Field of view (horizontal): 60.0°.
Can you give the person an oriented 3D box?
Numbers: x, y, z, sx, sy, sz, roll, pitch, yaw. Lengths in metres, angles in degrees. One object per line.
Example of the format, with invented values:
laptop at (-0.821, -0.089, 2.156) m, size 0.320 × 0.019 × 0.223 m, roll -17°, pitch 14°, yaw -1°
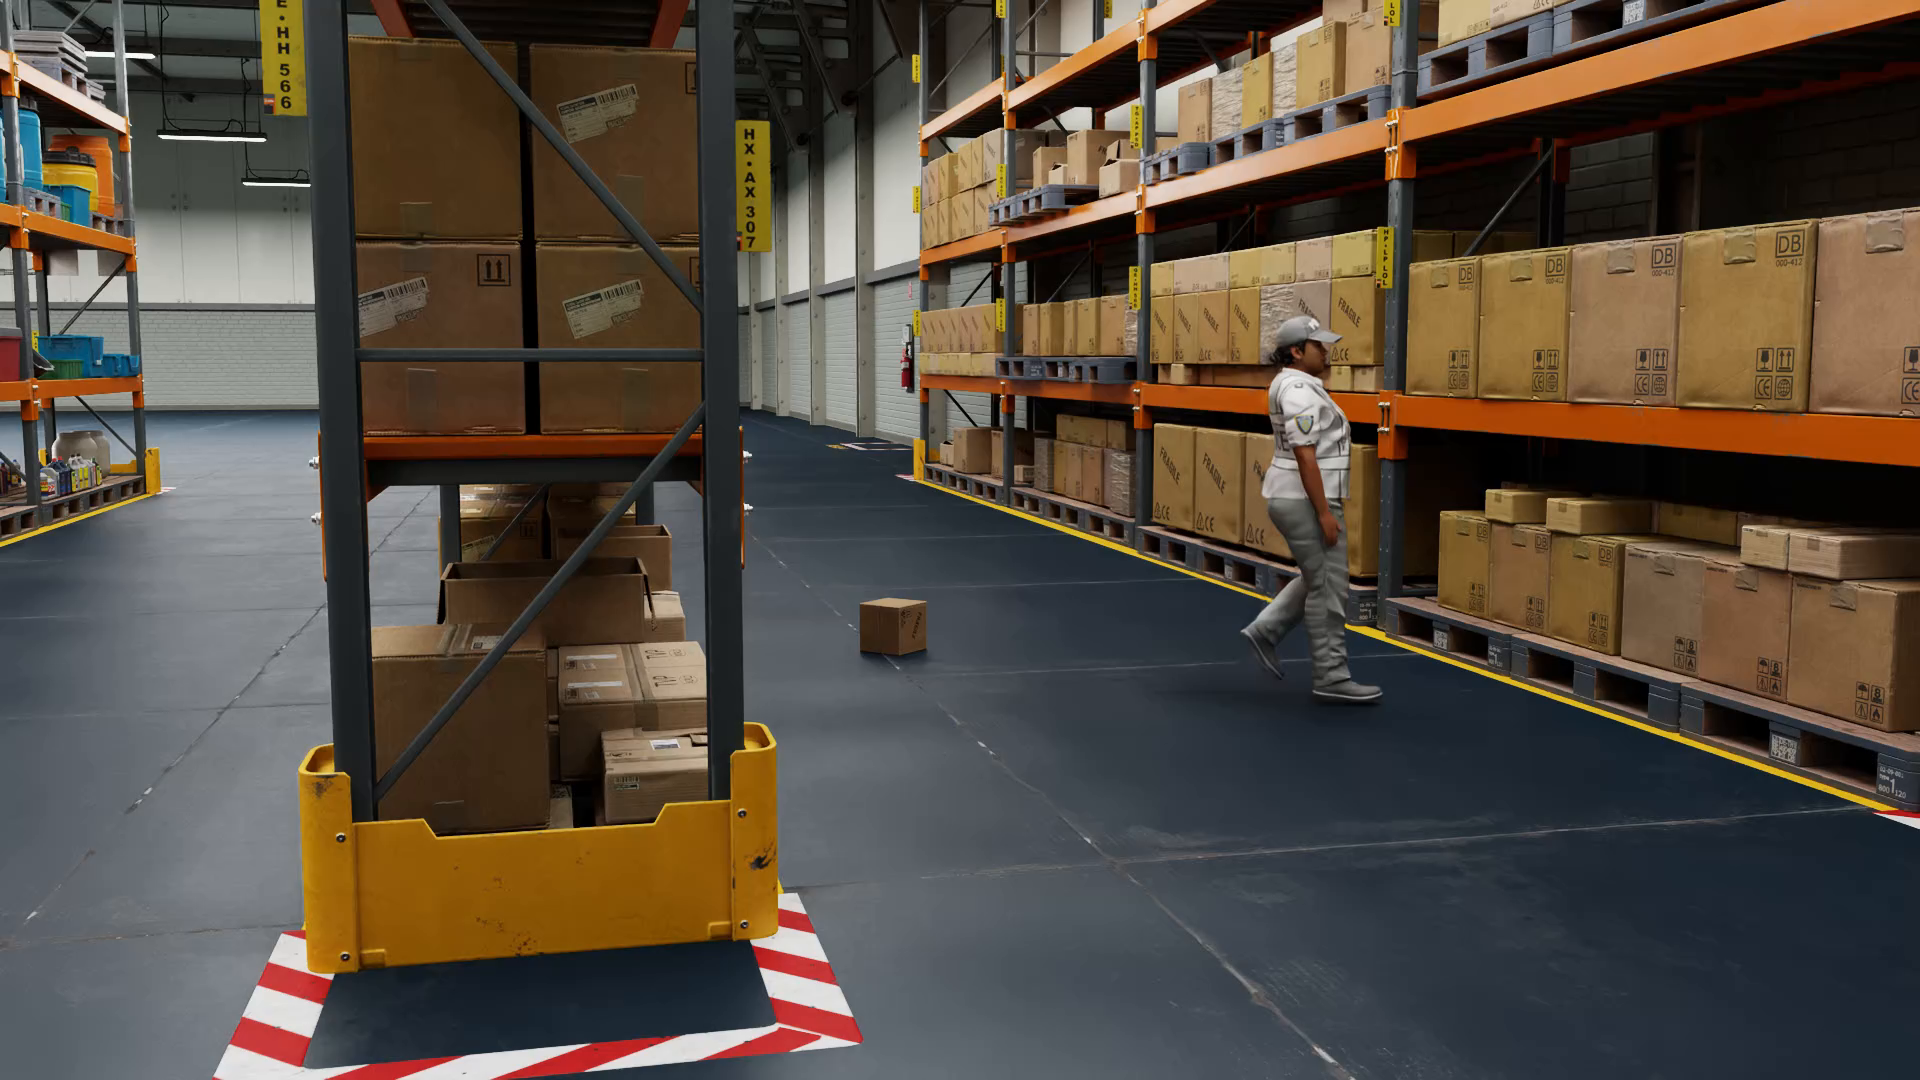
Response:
person at (1.549, -0.141, 7.264) m, size 0.592 × 1.661 × 0.513 m, roll 0°, pitch 6°, yaw 2°
